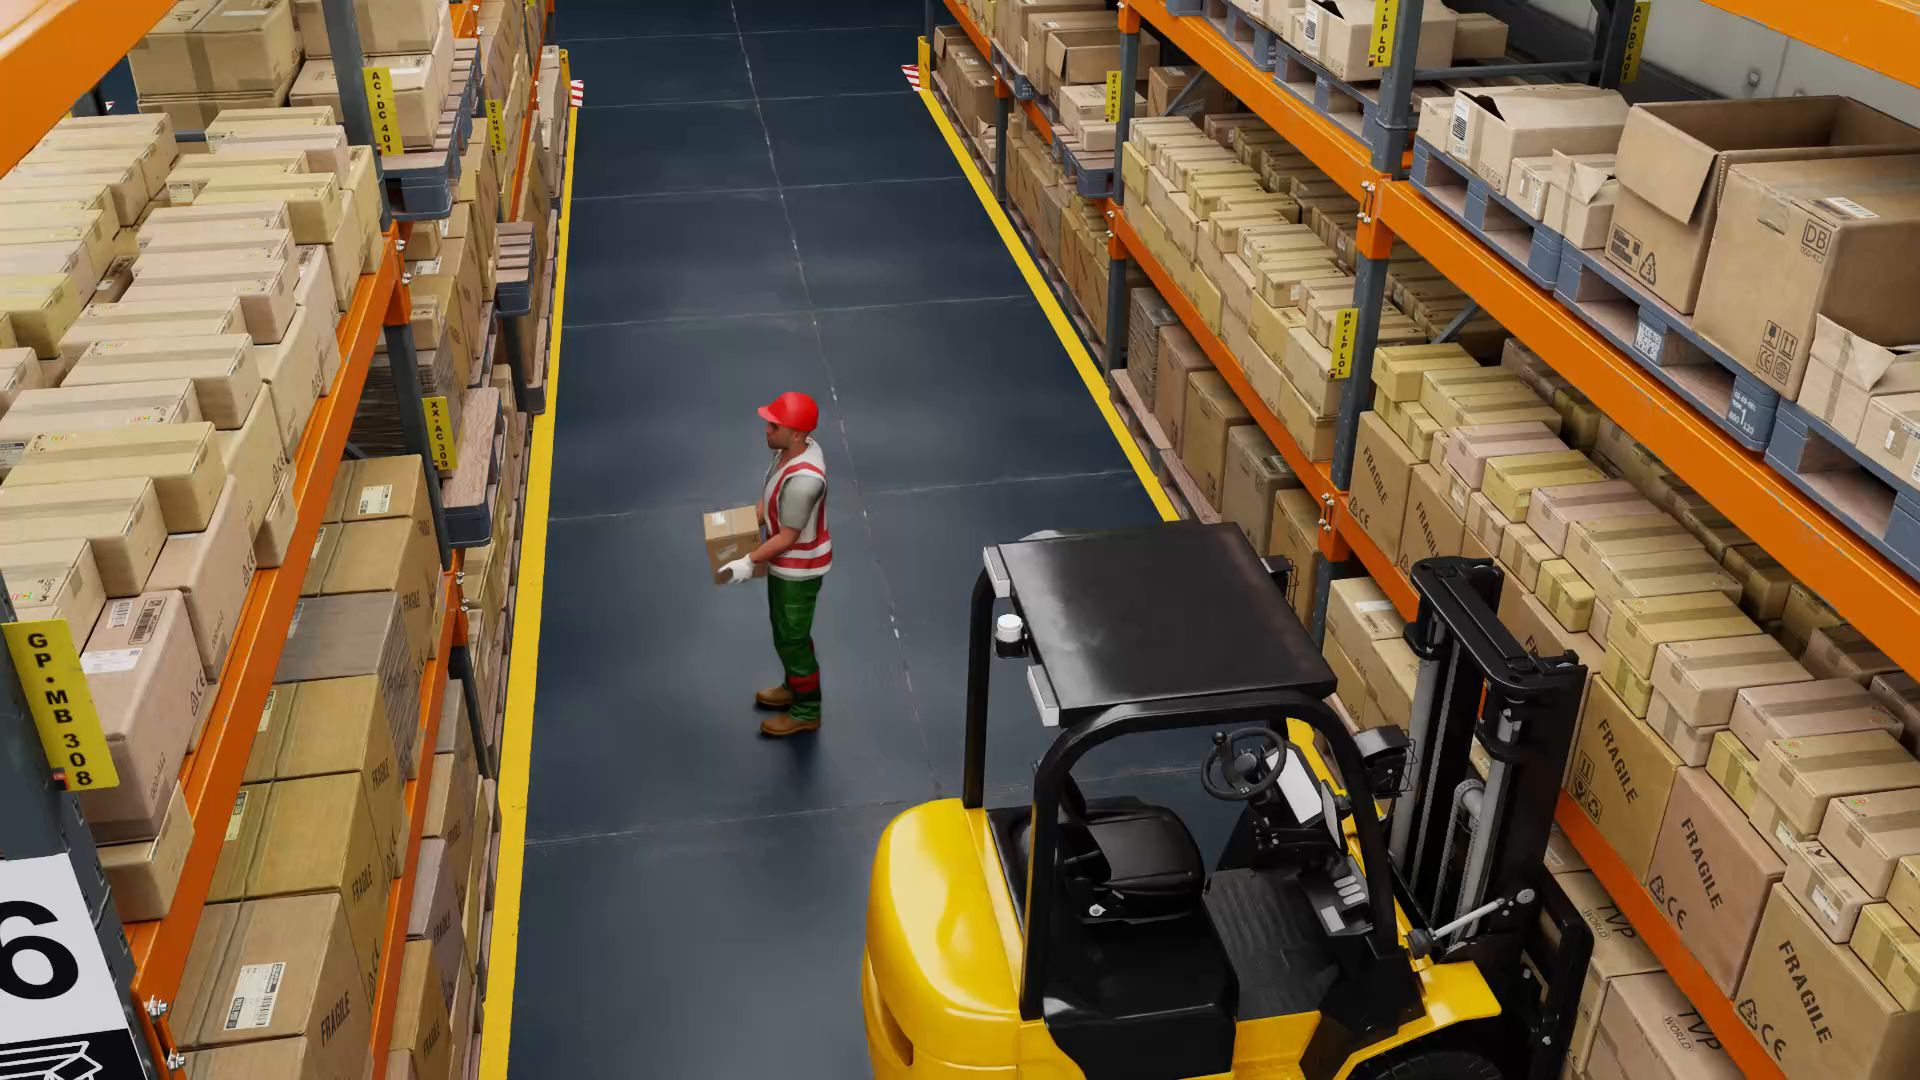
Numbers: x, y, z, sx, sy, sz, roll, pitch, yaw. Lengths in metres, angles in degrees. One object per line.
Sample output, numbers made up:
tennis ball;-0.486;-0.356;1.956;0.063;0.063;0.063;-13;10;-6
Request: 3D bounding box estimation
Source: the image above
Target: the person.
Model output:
person;-0.881;0.120;7.907;0.547;1.793;0.519;-5;31;-9
